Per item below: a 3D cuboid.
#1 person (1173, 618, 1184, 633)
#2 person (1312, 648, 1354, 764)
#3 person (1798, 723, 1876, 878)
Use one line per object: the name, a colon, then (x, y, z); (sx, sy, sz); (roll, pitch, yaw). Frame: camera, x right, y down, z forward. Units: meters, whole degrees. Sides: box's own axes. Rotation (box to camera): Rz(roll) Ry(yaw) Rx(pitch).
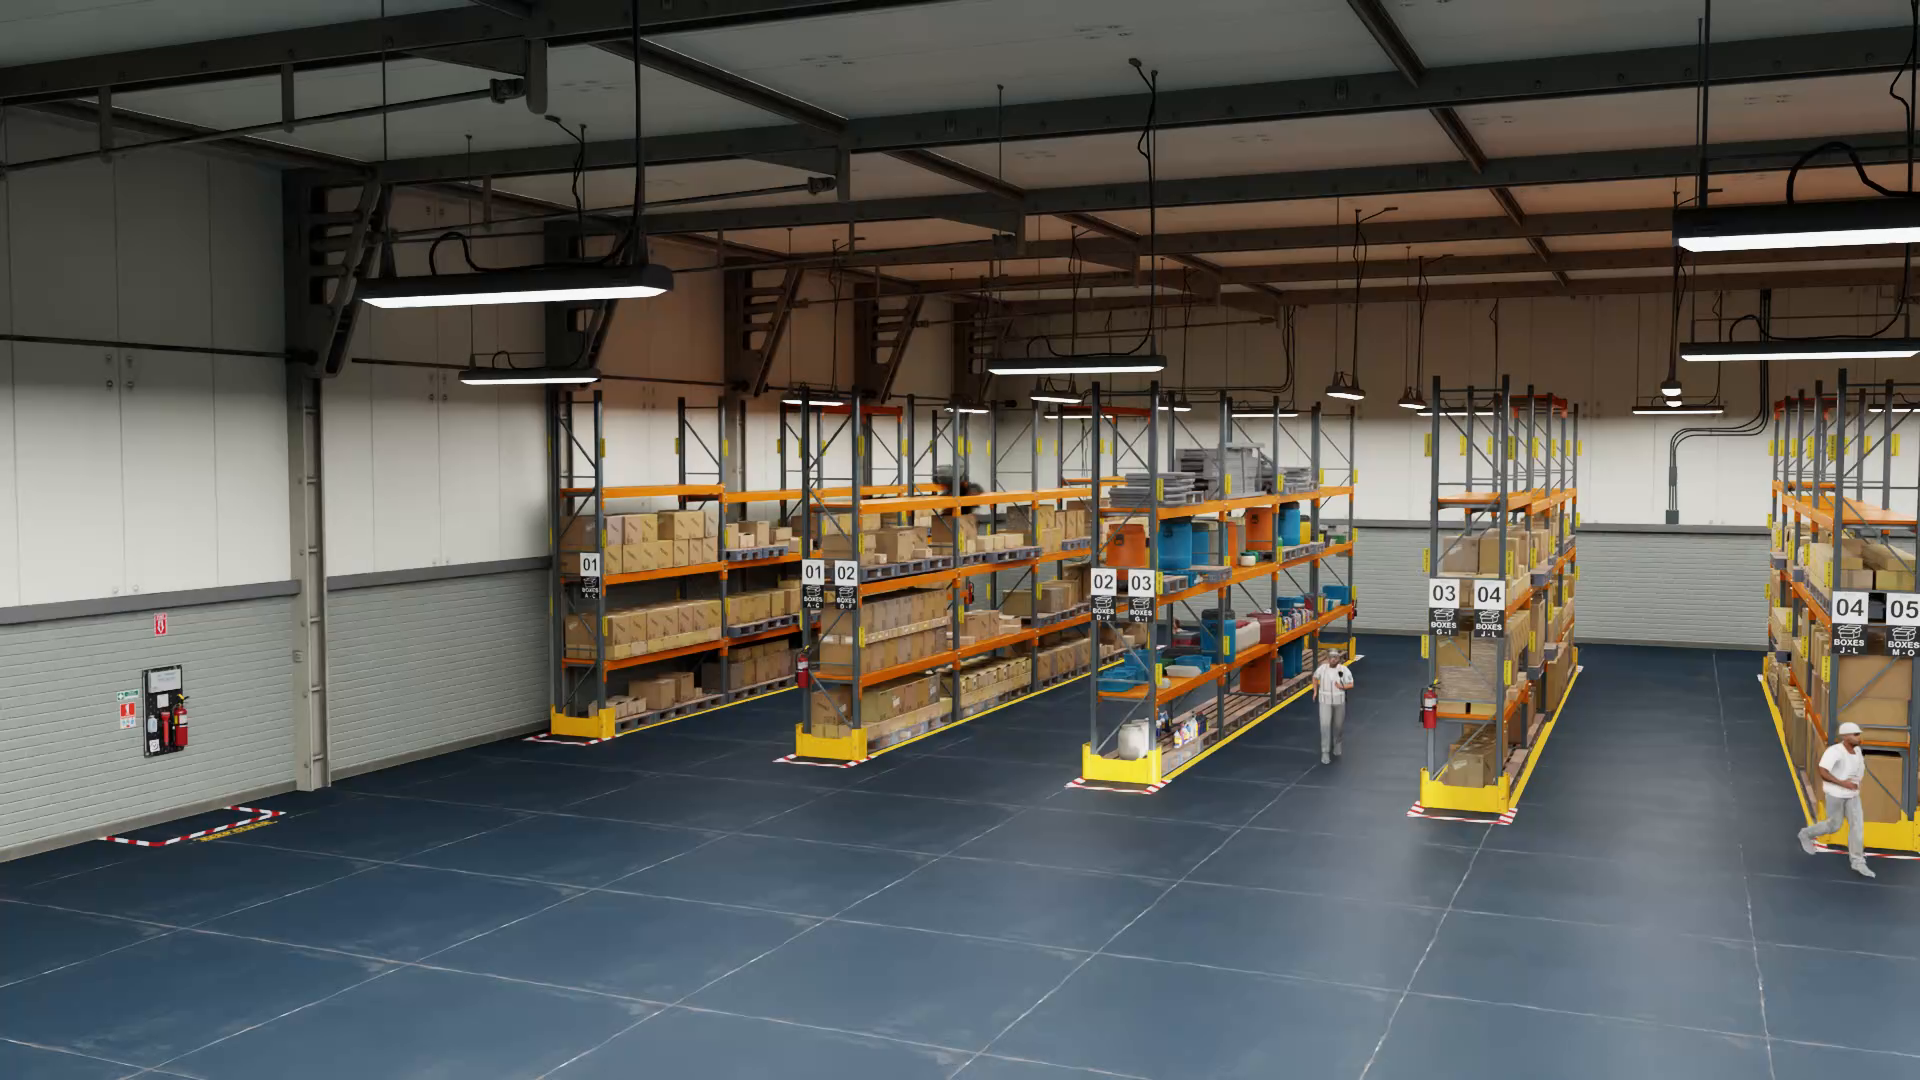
person: (4.350, 2.269, 33.289); (0.506, 1.455, 1.024); (1, 3, 23)
person: (5.983, 2.618, 26.685); (0.653, 1.798, 0.920); (1, 3, 12)
person: (10.460, 3.029, 19.771); (0.726, 1.757, 1.019); (-2, 3, -26)
